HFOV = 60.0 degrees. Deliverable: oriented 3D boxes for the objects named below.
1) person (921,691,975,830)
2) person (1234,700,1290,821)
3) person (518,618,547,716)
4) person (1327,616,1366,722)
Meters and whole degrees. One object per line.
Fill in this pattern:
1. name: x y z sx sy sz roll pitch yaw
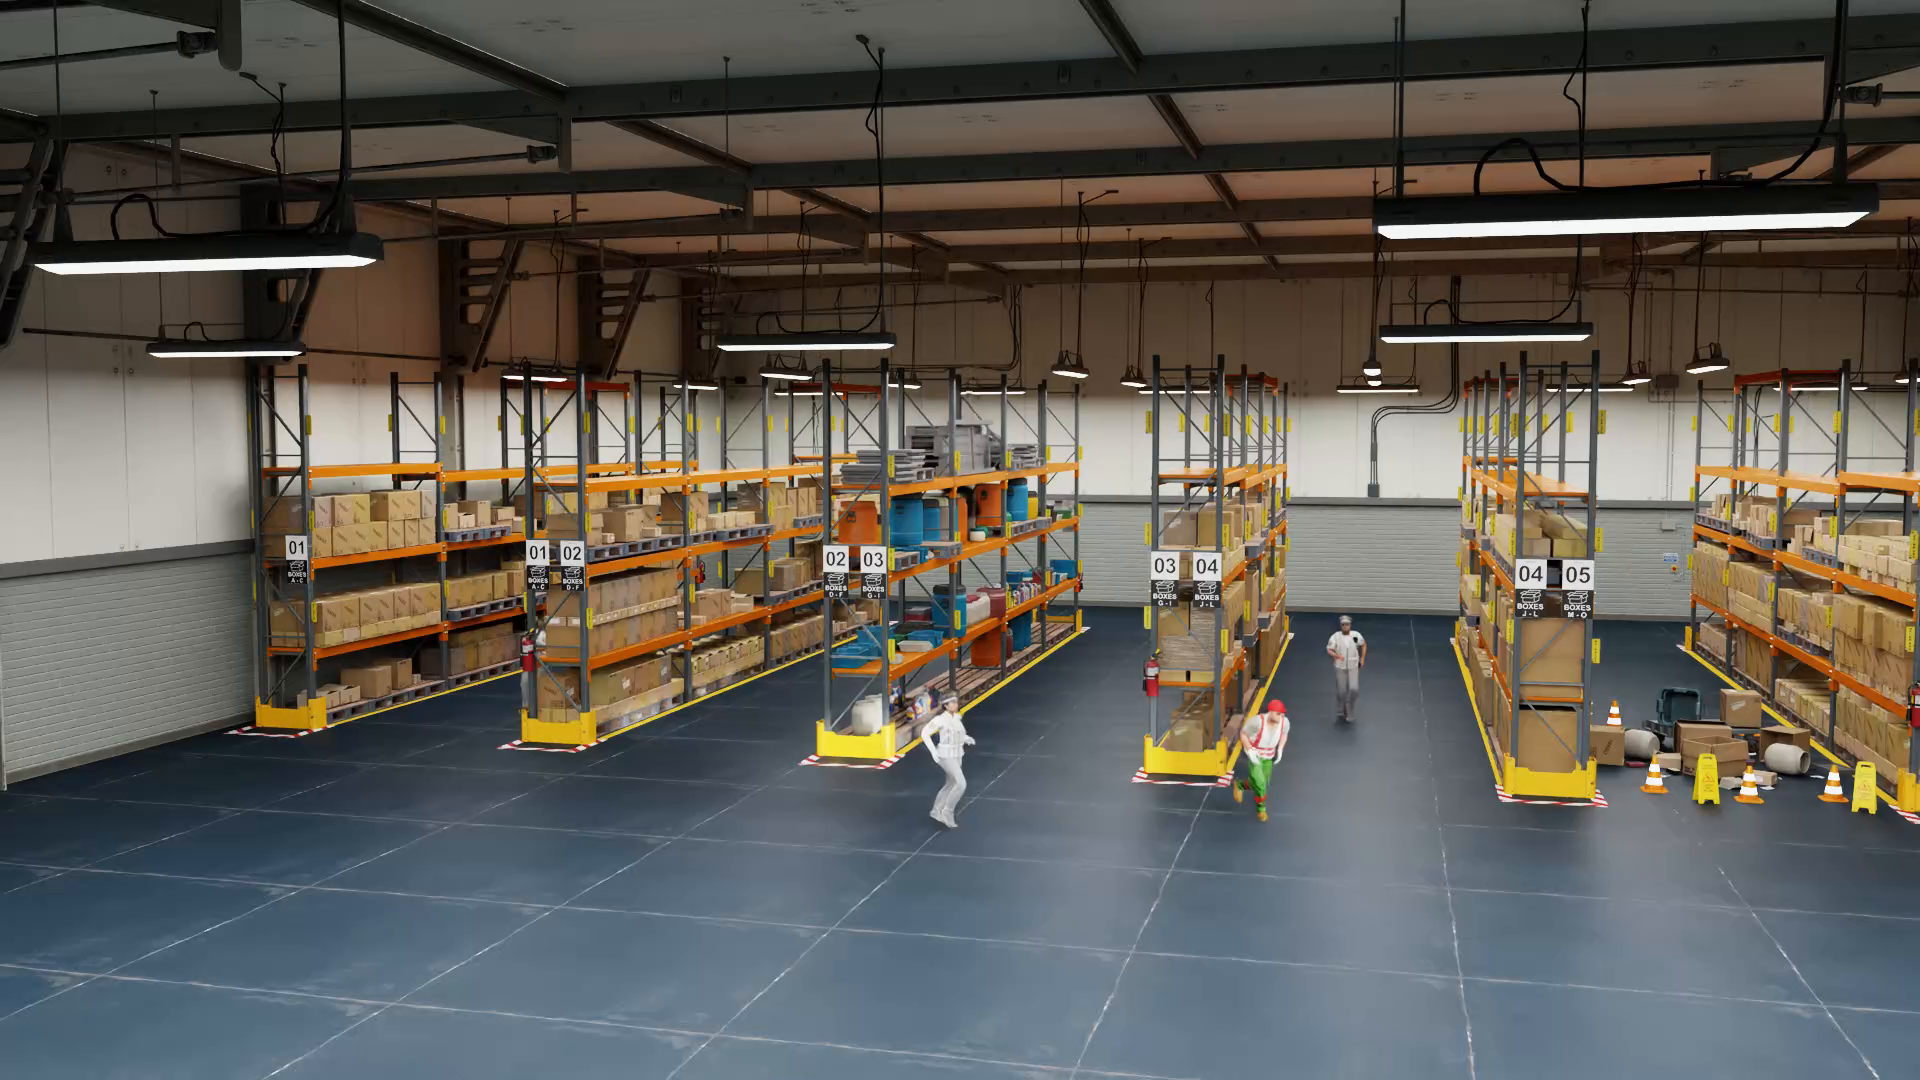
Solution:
1. person: -0.112 2.737 20.699 0.694 1.710 0.577 3 5 33
2. person: 3.837 2.766 21.225 0.668 1.577 1.079 -1 4 -20
3. person: -7.385 2.184 28.984 0.581 1.721 0.797 1 4 18
4. person: 6.573 2.189 28.291 0.665 1.820 0.723 1 4 12
